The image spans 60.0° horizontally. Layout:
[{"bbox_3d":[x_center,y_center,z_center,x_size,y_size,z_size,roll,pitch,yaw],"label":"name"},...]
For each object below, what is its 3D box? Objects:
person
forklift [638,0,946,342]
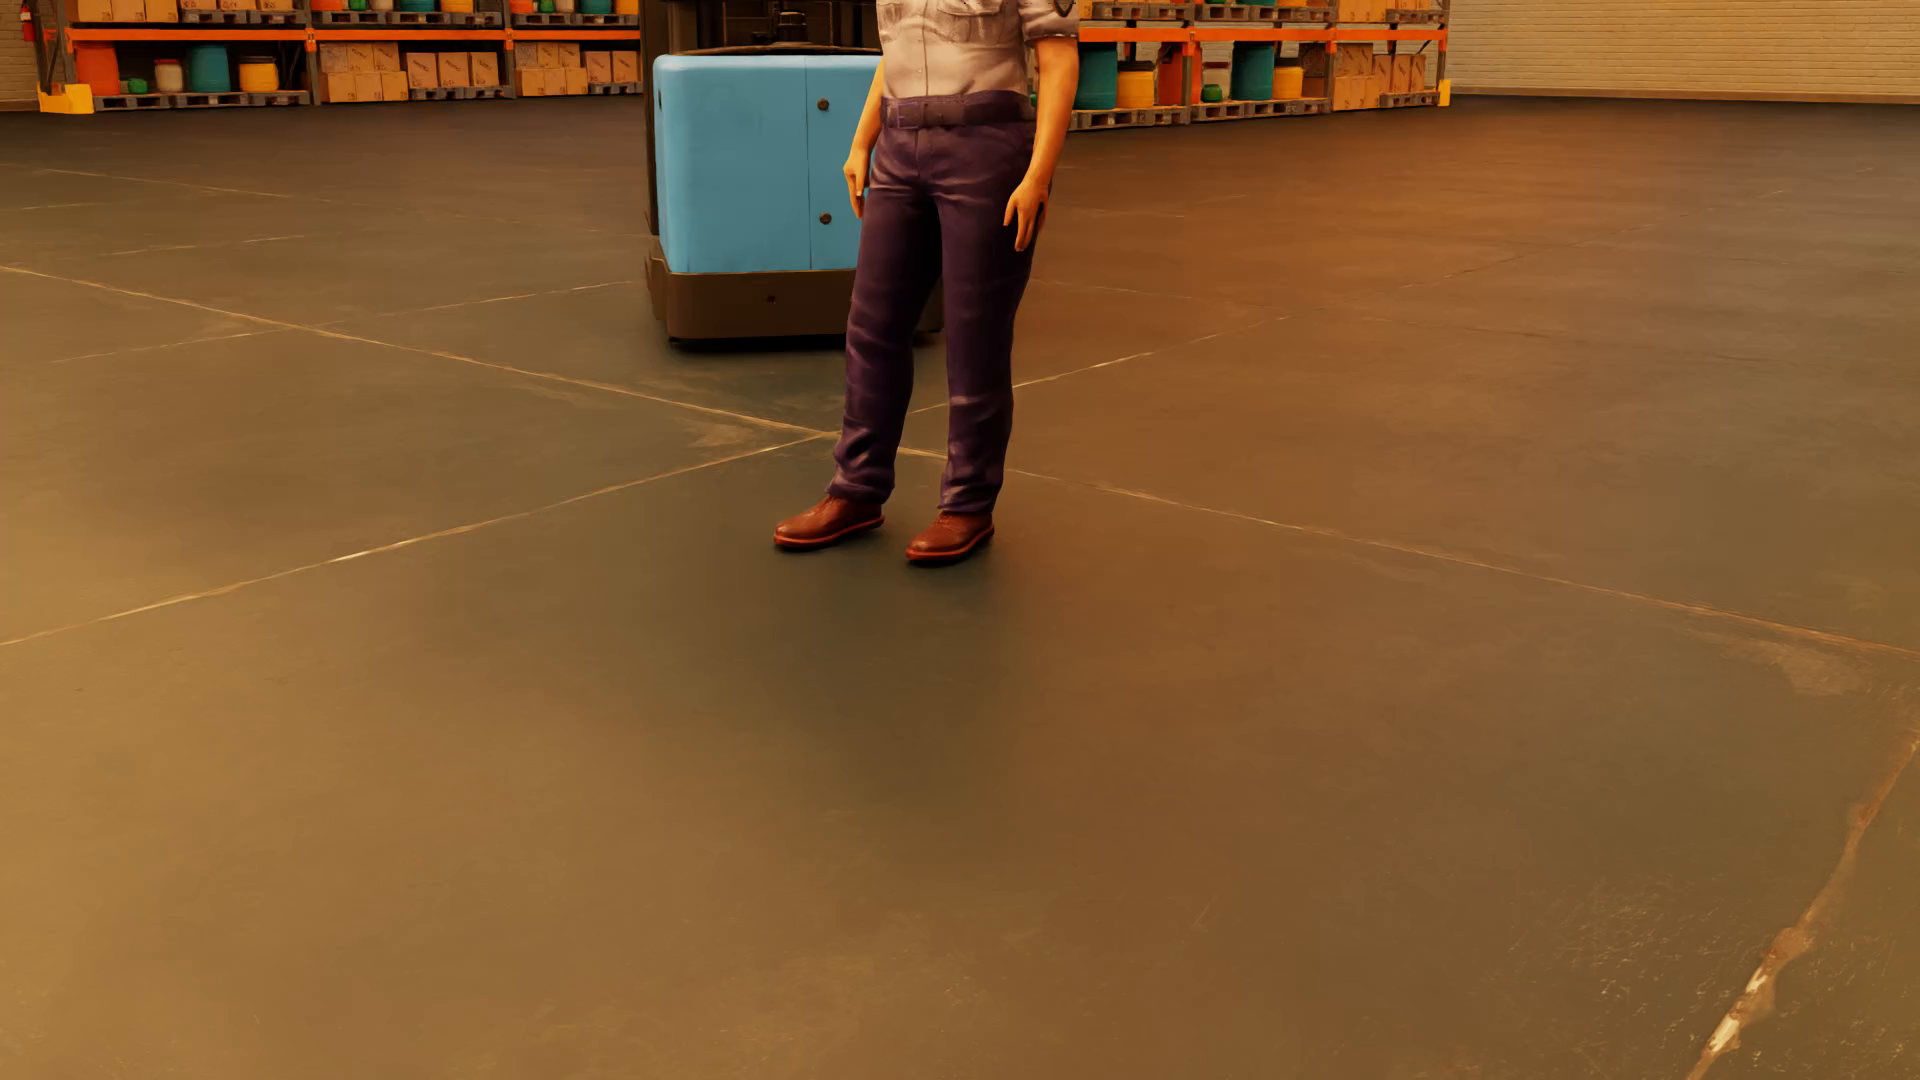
[{"bbox_3d":[-0.074,-0.780,3.648,0.599,1.650,0.503,13,21,37],"label":"person"},{"bbox_3d":[-0.865,-2.530,7.230,1.130,2.935,3.031,-4,17,-12],"label":"forklift"}]
